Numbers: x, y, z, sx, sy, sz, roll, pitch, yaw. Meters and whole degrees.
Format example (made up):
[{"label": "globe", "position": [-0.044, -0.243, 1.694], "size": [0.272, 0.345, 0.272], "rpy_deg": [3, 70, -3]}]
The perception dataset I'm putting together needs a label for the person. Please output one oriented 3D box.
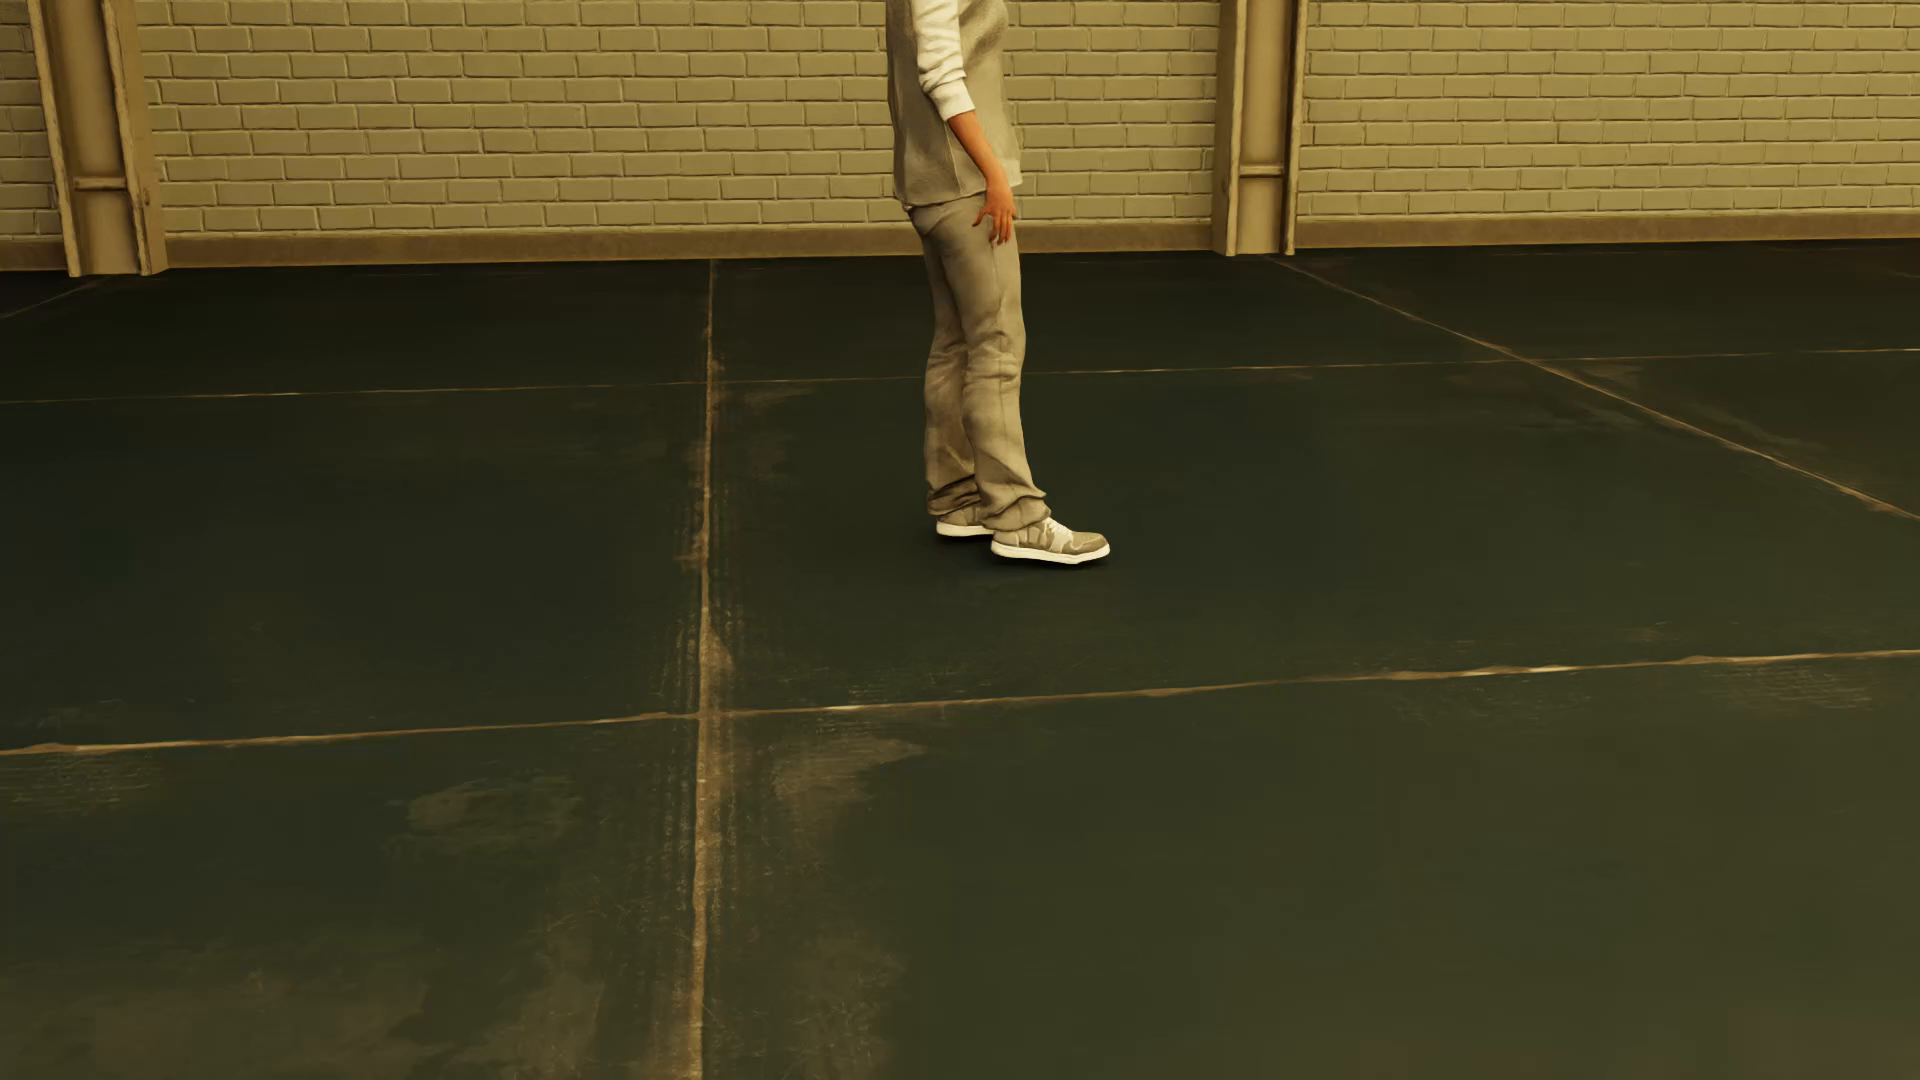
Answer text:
[{"label": "person", "position": [0.075, -0.771, 3.730], "size": [0.475, 1.597, 0.520], "rpy_deg": [-2, 17, -8]}]
